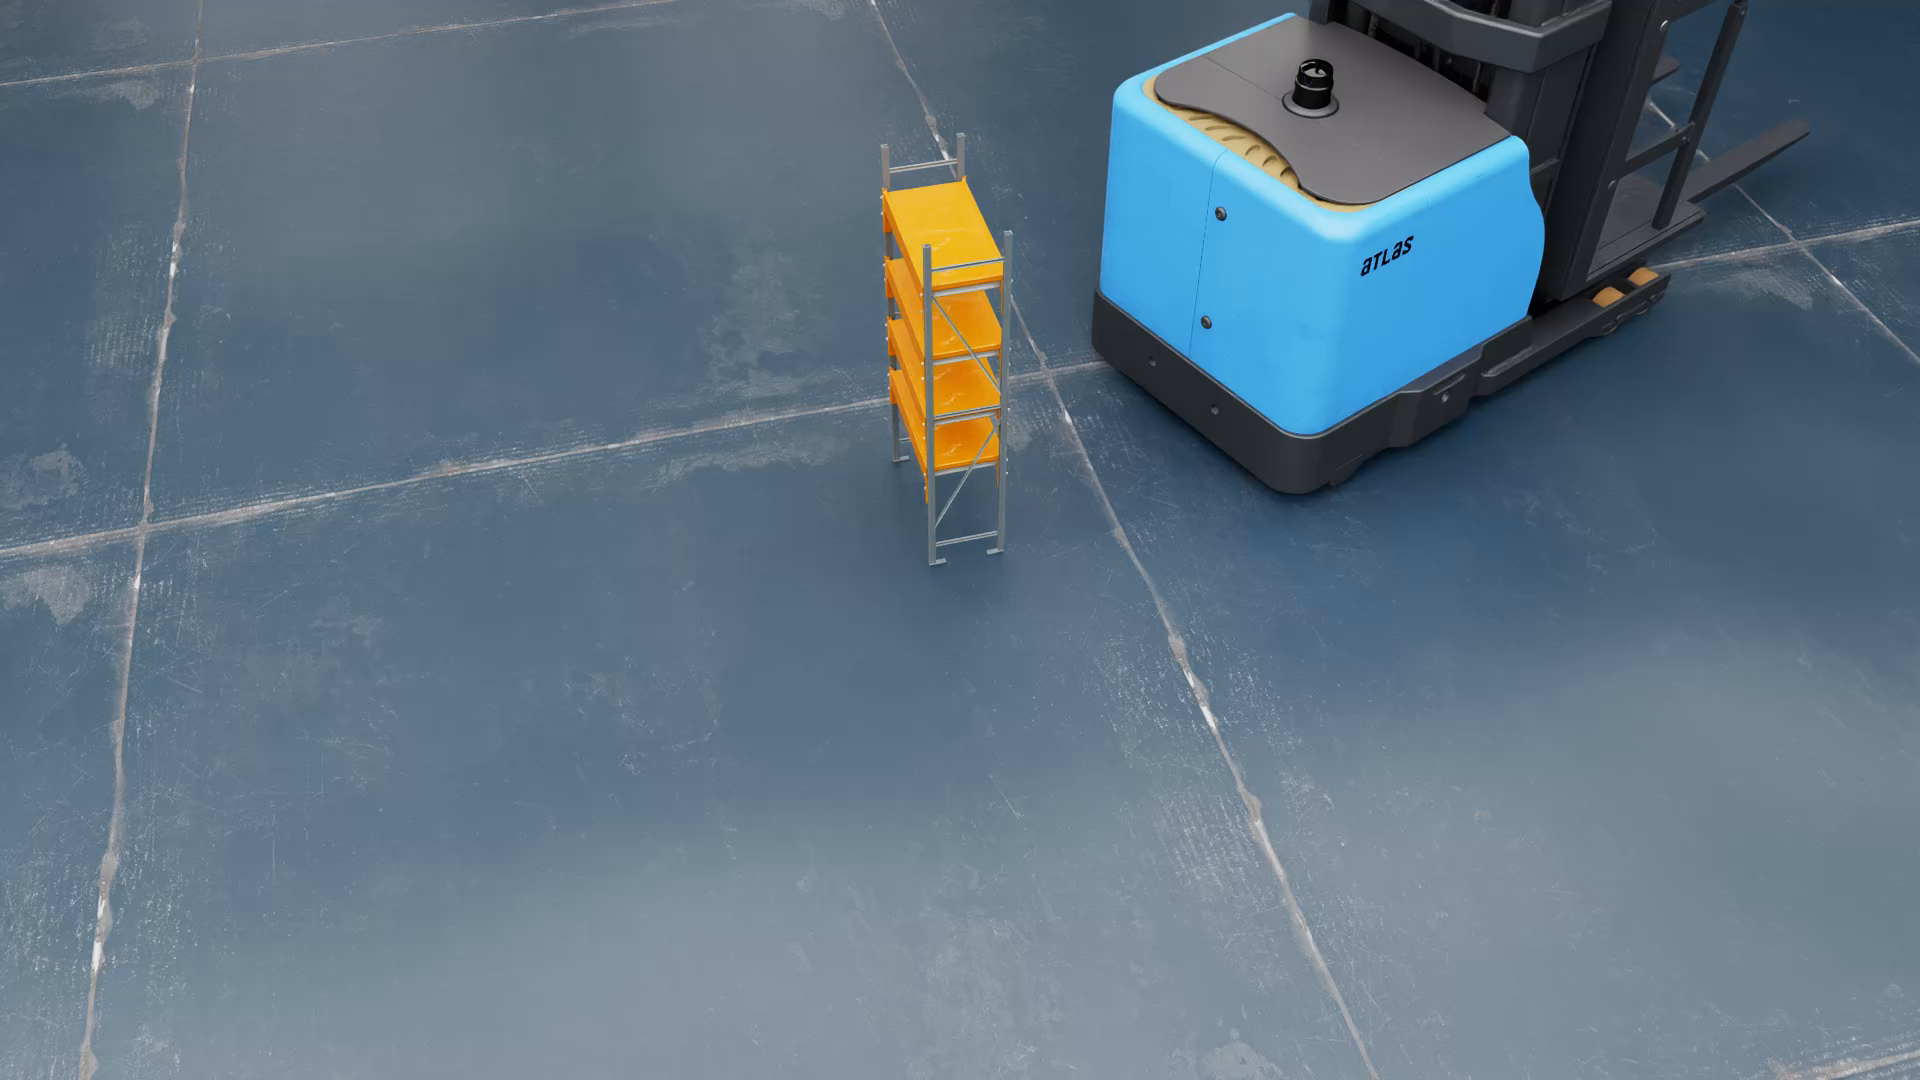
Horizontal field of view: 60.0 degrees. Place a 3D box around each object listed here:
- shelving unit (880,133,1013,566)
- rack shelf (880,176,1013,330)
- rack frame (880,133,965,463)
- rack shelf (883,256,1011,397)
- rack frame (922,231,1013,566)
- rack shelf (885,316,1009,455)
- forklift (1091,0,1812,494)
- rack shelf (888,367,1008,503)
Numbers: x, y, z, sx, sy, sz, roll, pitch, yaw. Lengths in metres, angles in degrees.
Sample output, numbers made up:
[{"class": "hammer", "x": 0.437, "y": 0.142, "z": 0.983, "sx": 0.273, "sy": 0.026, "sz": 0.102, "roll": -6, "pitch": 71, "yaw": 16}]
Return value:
[{"class": "shelving unit", "x": -0.042, "y": -0.534, "z": 4.933, "sx": 0.258, "sy": 1.200, "sz": 0.503, "roll": -11, "pitch": 47, "yaw": -10}, {"class": "rack shelf", "x": -0.042, "y": -0.809, "z": 4.653, "sx": 0.258, "sy": 0.148, "sz": 0.480, "roll": -11, "pitch": 47, "yaw": -10}, {"class": "rack frame", "x": -0.105, "y": -0.703, "z": 5.099, "sx": 0.240, "sy": 1.200, "sz": 0.015, "roll": -11, "pitch": 47, "yaw": -10}, {"class": "rack shelf", "x": -0.042, "y": -0.644, "z": 4.822, "sx": 0.258, "sy": 0.148, "sz": 0.480, "roll": -11, "pitch": 47, "yaw": -10}, {"class": "rack frame", "x": 0.020, "y": -0.366, "z": 4.768, "sx": 0.240, "sy": 1.200, "sz": 0.015, "roll": -11, "pitch": 47, "yaw": -10}, {"class": "rack shelf", "x": -0.042, "y": -0.487, "z": 4.982, "sx": 0.258, "sy": 0.148, "sz": 0.480, "roll": -11, "pitch": 47, "yaw": -10}, {"class": "forklift", "x": 1.942, "y": -2.040, "z": 5.197, "sx": 3.031, "sy": 2.935, "sz": 1.130, "roll": -28, "pitch": 52, "yaw": -25}, {"class": "rack shelf", "x": -0.042, "y": -0.348, "z": 5.123, "sx": 0.258, "sy": 0.148, "sz": 0.480, "roll": -11, "pitch": 47, "yaw": -10}]
